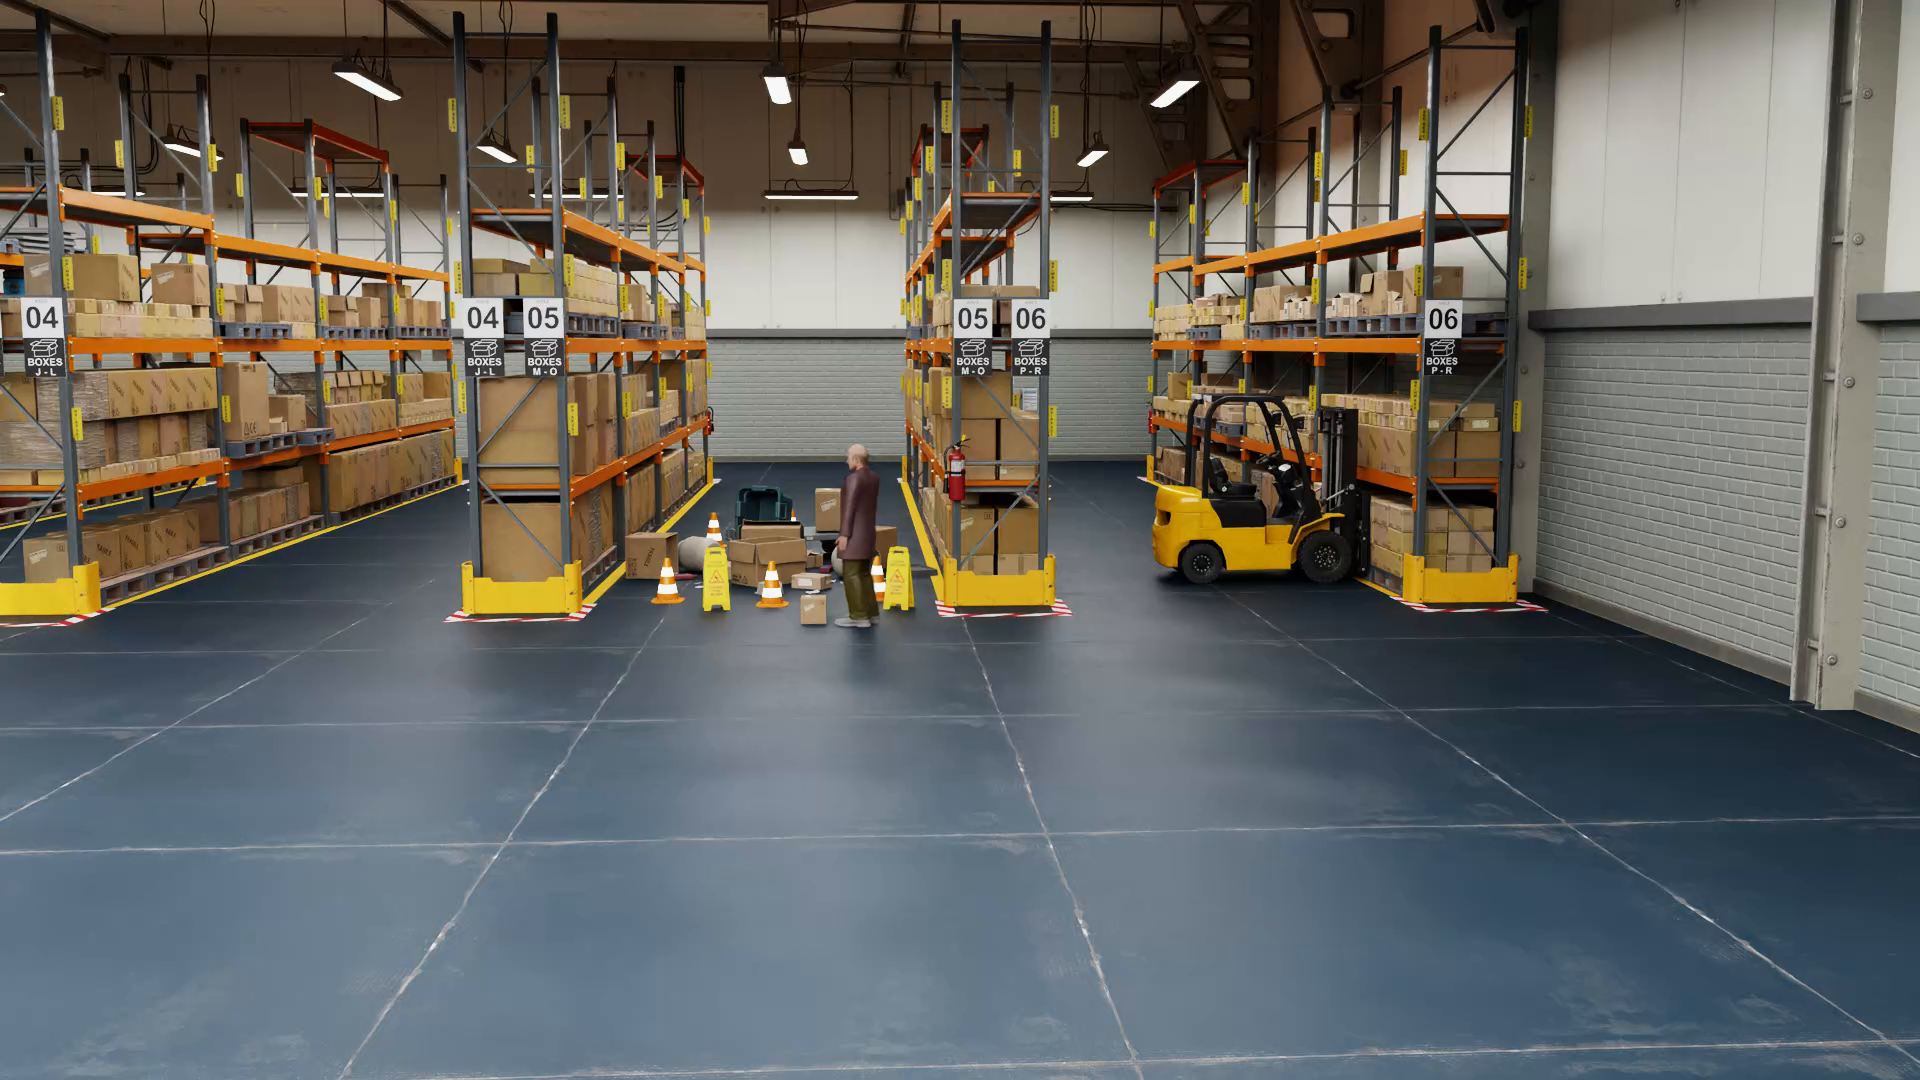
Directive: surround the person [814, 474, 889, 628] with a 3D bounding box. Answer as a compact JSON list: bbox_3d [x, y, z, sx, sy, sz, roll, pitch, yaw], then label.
[{"bbox_3d":[-1.046,0.109,16.214,0.681,1.470,0.630,3,7,22],"label":"person"}]
